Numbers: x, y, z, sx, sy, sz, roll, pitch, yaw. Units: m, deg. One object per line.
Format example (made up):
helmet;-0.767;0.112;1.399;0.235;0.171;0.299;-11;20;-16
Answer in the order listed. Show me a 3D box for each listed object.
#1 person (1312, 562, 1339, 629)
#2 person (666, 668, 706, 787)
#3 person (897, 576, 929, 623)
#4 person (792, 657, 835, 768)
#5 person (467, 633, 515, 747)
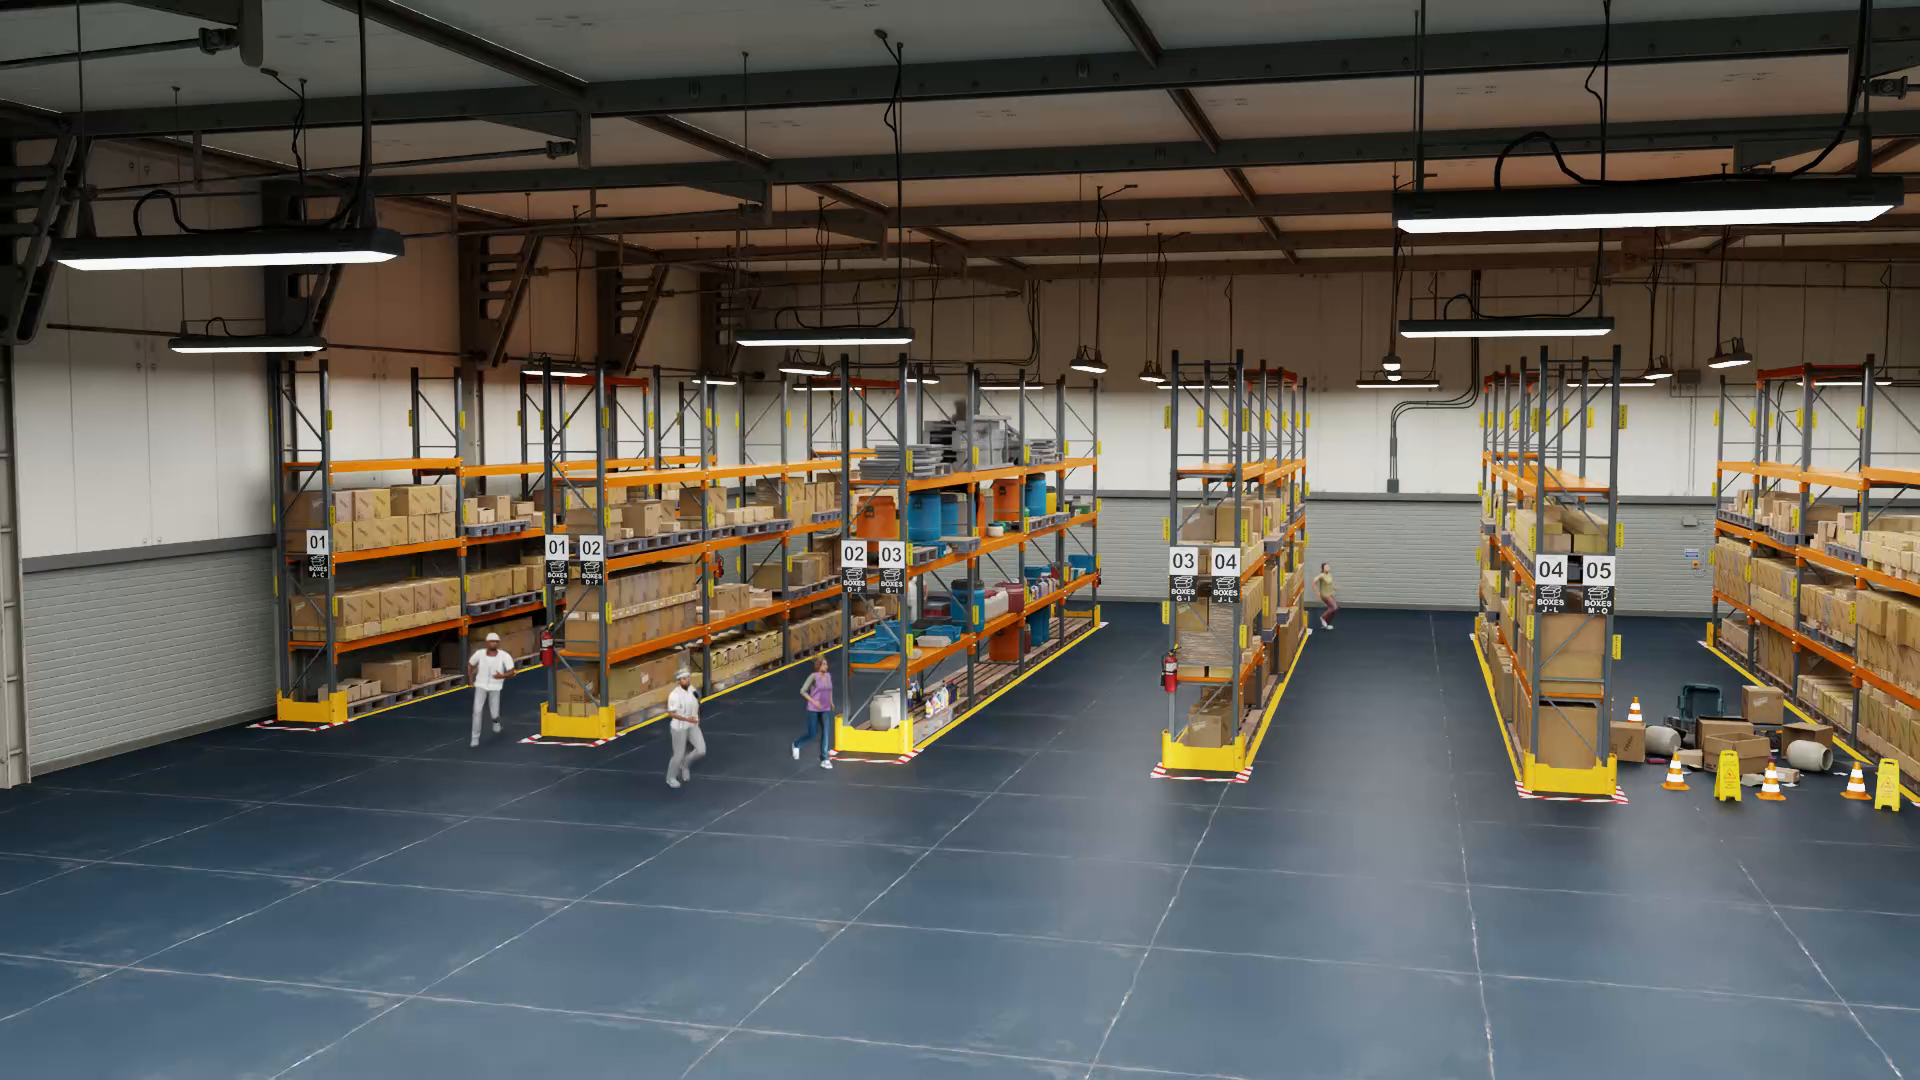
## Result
person;8.795;1.345;39.755;0.638;1.618;0.560;-4;6;-43
person;-3.704;2.549;22.609;0.603;1.645;0.739;-4;6;-43
person;-1.067;1.460;37.082;0.672;1.842;0.893;1;4;14
person;-2.052;2.474;24.160;0.849;1.564;0.605;3;5;38
person;-7.315;2.303;25.930;0.733;1.723;0.819;-1;4;-12
